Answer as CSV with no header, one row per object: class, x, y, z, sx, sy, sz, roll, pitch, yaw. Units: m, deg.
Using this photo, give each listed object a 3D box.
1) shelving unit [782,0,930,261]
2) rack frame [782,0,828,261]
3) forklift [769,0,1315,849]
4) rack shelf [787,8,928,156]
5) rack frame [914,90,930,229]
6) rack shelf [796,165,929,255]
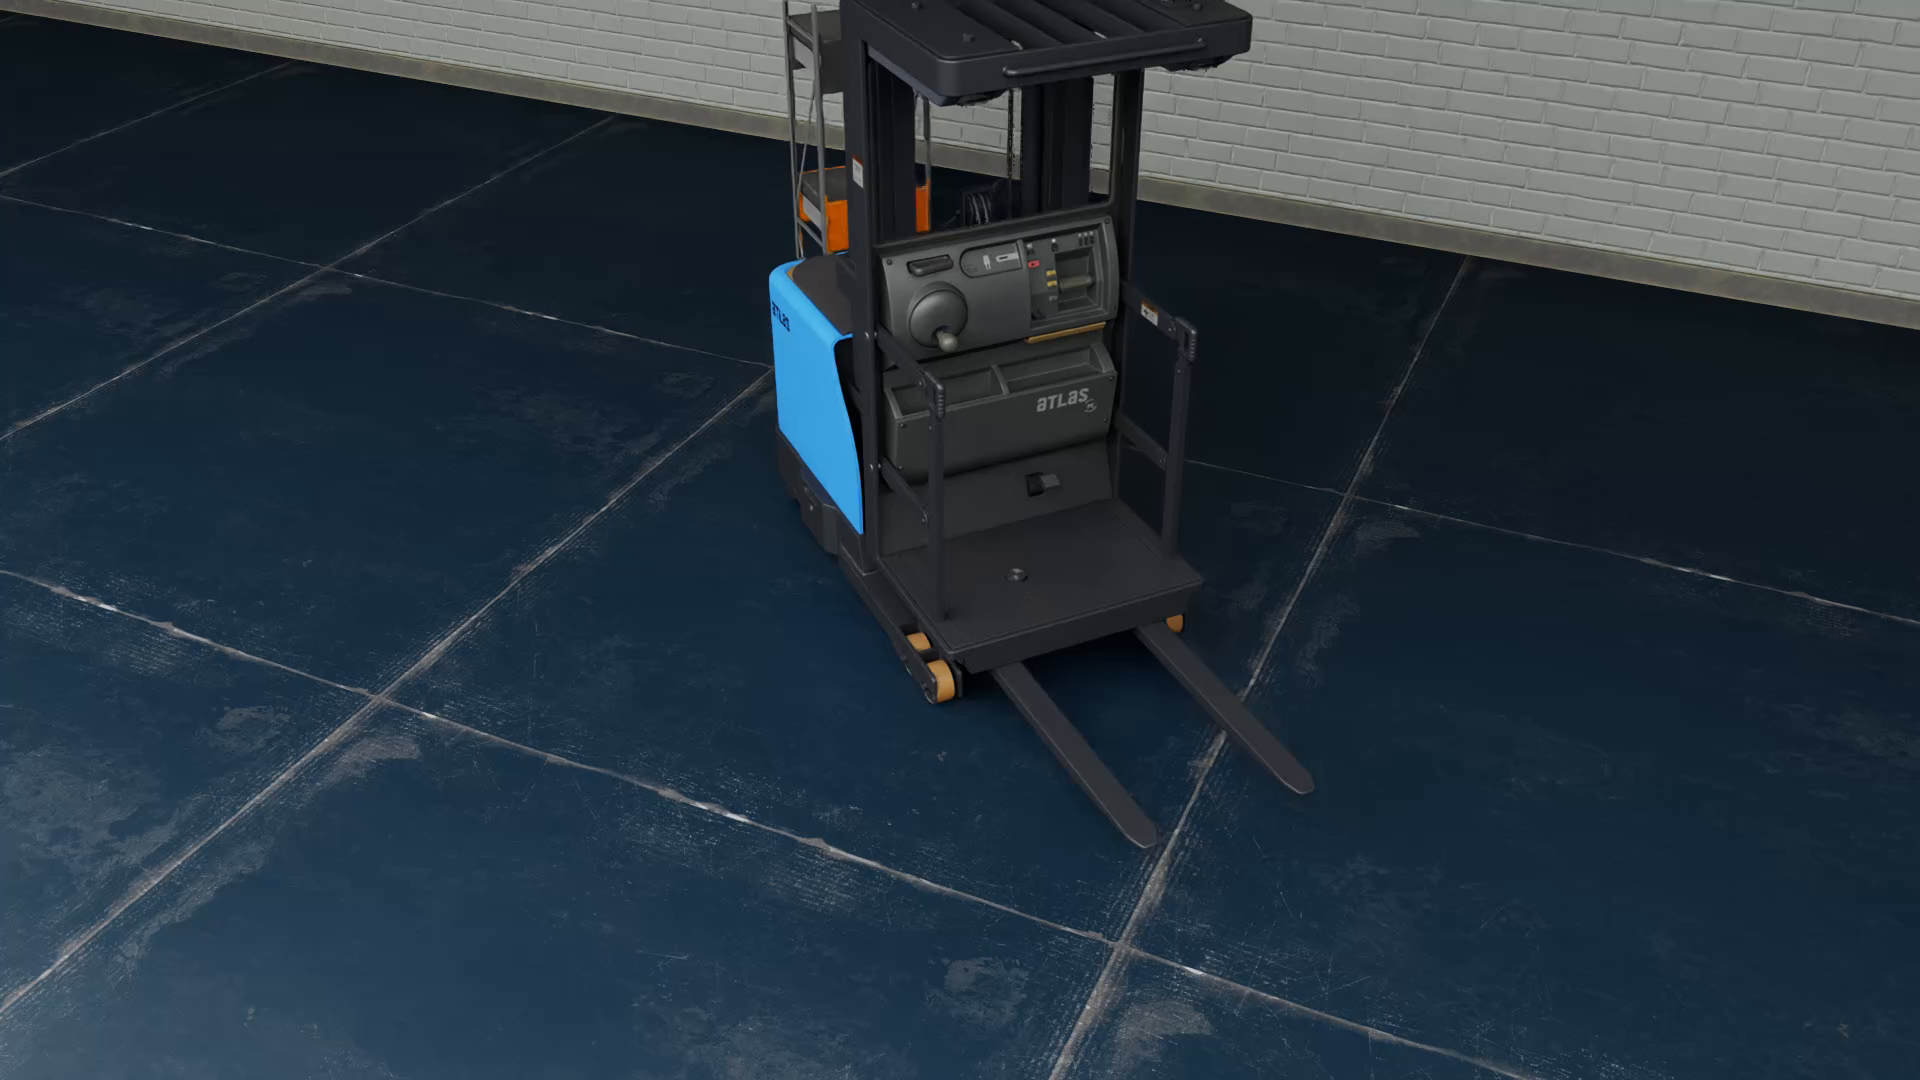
shelving unit,-0.443,-1.423,7.504,0.503,2.100,0.431,-14,36,-20
rack frame,-0.665,-1.368,7.420,0.015,2.100,0.400,-14,36,-20
forklift,0.250,-0.880,5.918,1.130,2.935,3.031,-14,36,-21
rack shelf,-0.442,-1.997,7.129,0.480,0.518,0.431,-14,36,-20
rack frame,-0.221,-1.478,7.589,0.015,2.100,0.400,-14,36,-20
rack shelf,-0.443,-1.412,7.512,0.480,0.518,0.431,-14,36,-20
